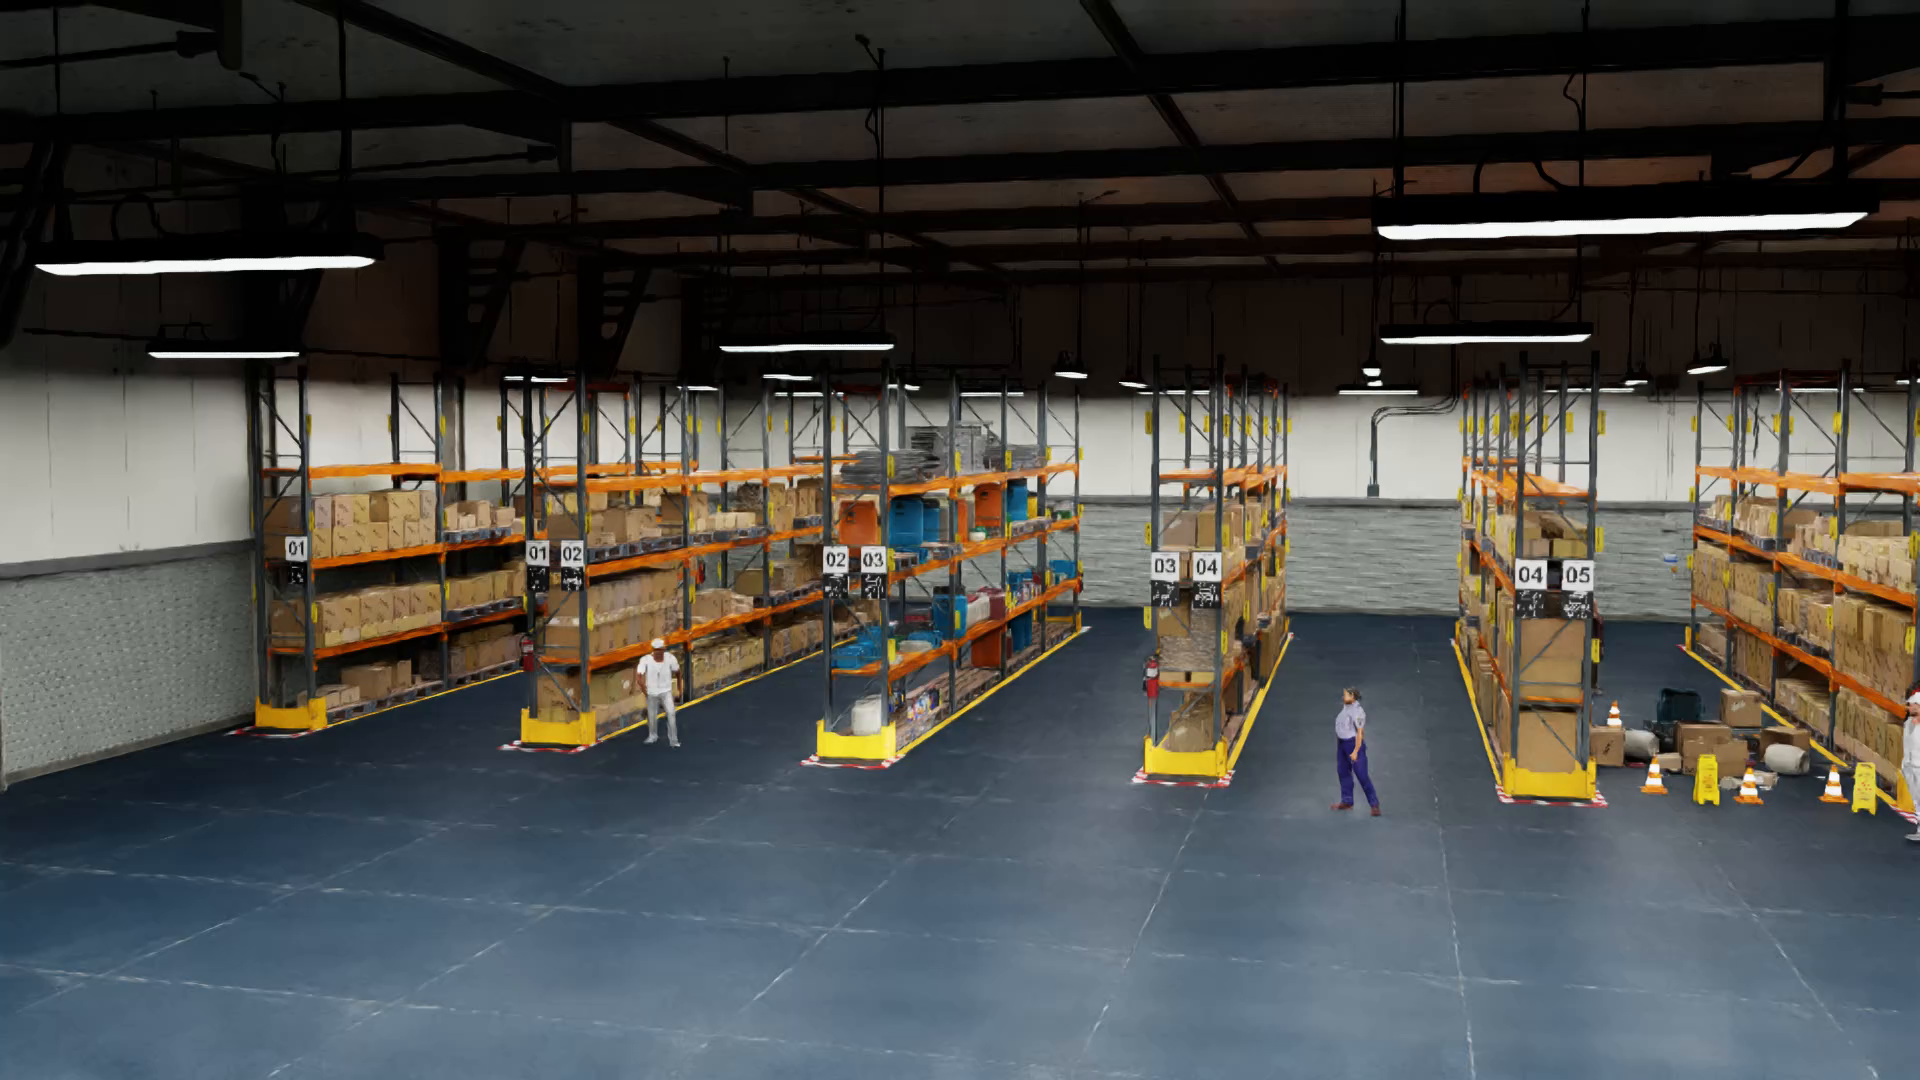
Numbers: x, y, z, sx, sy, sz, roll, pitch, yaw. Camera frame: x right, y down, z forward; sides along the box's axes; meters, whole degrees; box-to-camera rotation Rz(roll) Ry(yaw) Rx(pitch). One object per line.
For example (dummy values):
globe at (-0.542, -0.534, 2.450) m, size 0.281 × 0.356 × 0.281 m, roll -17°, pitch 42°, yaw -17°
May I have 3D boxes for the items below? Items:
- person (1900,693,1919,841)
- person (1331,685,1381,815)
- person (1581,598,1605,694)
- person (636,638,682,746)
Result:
person at (11.554, 2.727, 19.933) m, size 0.385 × 1.782 × 0.616 m, roll -1°, pitch 4°, yaw -14°
person at (5.154, 2.704, 21.541) m, size 0.497 × 1.639 × 0.689 m, roll -1°, pitch 4°, yaw -15°
person at (11.840, 1.954, 31.069) m, size 0.514 × 1.785 × 0.638 m, roll -1°, pitch 4°, yaw -17°
person at (-4.689, 2.356, 25.935) m, size 0.708 × 1.699 × 0.797 m, roll 0°, pitch 4°, yaw -5°
